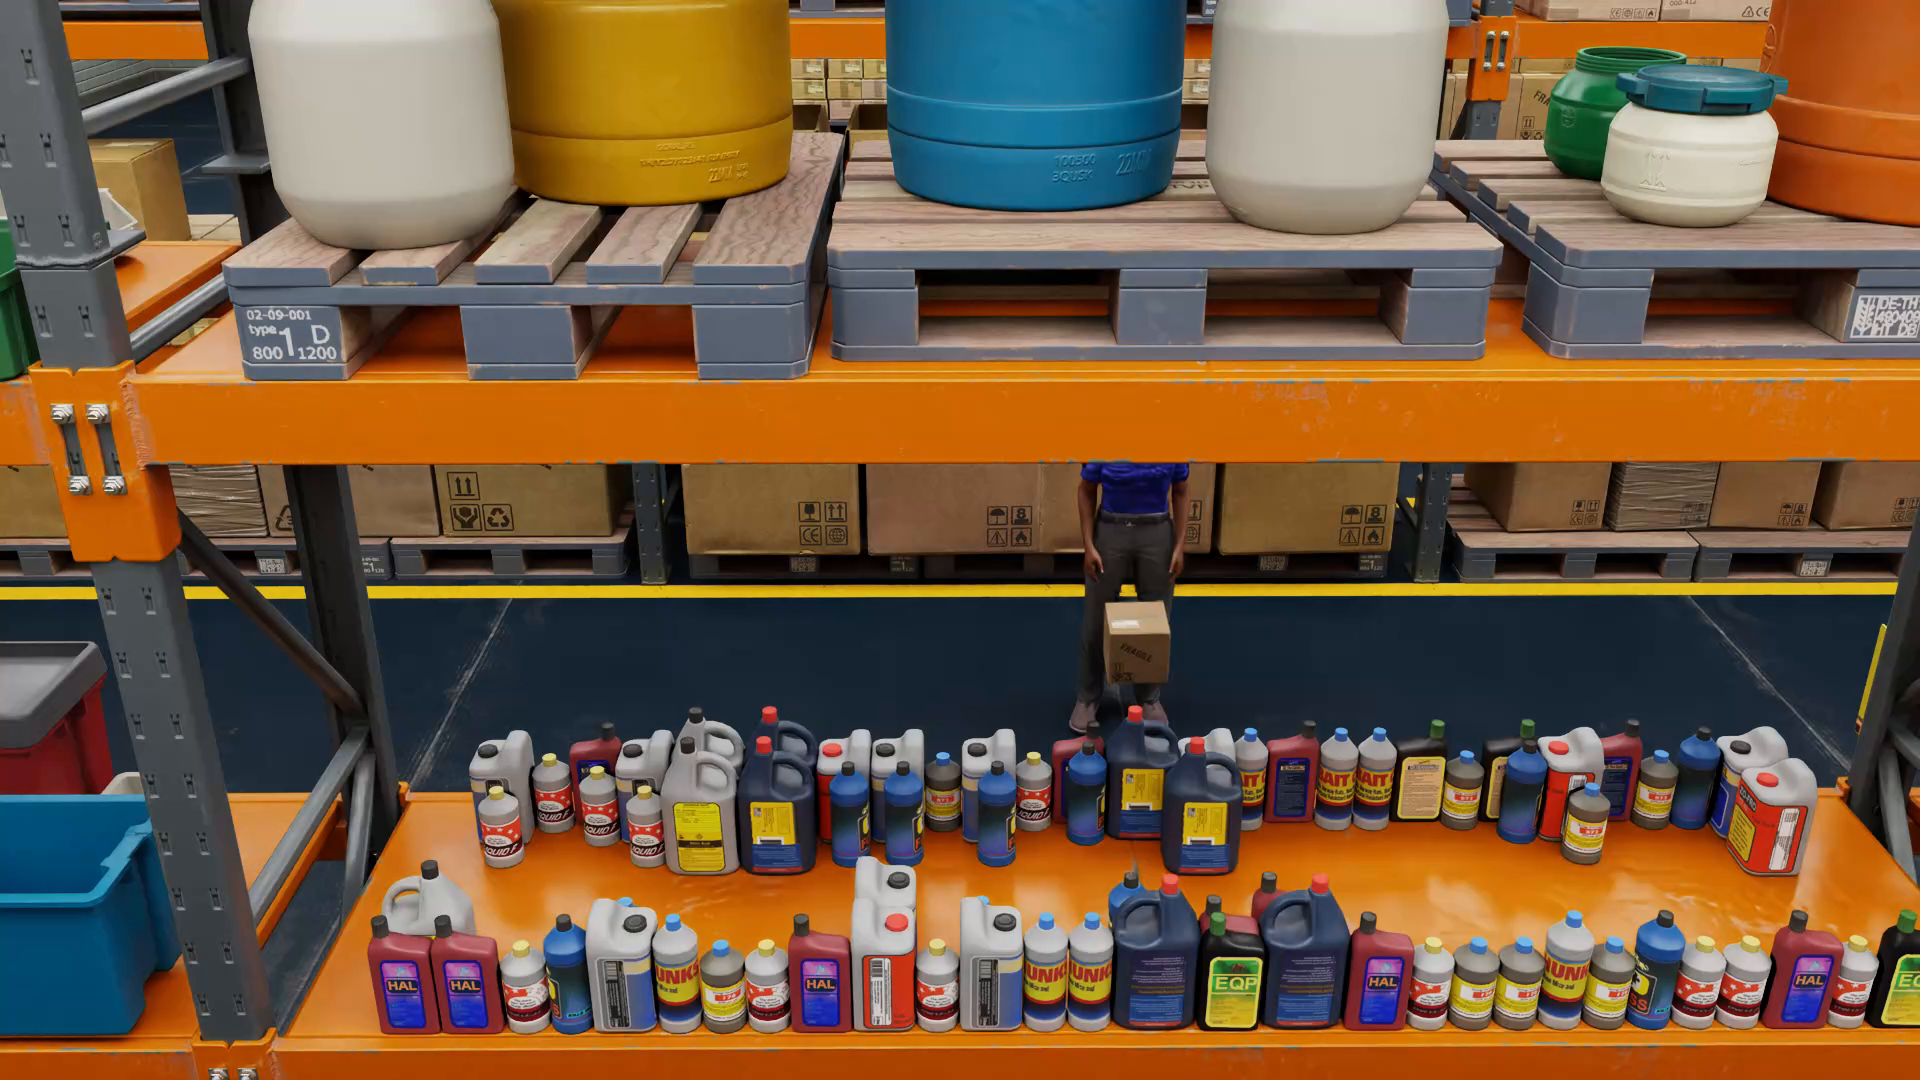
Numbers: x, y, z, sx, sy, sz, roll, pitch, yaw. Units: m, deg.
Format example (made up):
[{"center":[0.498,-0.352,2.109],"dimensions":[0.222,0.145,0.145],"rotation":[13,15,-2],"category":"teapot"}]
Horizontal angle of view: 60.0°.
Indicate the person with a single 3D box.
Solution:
[{"center":[0.724,0.028,7.041],"dimensions":[0.494,1.659,0.345],"rotation":[0,24,-1],"category":"person"}]
